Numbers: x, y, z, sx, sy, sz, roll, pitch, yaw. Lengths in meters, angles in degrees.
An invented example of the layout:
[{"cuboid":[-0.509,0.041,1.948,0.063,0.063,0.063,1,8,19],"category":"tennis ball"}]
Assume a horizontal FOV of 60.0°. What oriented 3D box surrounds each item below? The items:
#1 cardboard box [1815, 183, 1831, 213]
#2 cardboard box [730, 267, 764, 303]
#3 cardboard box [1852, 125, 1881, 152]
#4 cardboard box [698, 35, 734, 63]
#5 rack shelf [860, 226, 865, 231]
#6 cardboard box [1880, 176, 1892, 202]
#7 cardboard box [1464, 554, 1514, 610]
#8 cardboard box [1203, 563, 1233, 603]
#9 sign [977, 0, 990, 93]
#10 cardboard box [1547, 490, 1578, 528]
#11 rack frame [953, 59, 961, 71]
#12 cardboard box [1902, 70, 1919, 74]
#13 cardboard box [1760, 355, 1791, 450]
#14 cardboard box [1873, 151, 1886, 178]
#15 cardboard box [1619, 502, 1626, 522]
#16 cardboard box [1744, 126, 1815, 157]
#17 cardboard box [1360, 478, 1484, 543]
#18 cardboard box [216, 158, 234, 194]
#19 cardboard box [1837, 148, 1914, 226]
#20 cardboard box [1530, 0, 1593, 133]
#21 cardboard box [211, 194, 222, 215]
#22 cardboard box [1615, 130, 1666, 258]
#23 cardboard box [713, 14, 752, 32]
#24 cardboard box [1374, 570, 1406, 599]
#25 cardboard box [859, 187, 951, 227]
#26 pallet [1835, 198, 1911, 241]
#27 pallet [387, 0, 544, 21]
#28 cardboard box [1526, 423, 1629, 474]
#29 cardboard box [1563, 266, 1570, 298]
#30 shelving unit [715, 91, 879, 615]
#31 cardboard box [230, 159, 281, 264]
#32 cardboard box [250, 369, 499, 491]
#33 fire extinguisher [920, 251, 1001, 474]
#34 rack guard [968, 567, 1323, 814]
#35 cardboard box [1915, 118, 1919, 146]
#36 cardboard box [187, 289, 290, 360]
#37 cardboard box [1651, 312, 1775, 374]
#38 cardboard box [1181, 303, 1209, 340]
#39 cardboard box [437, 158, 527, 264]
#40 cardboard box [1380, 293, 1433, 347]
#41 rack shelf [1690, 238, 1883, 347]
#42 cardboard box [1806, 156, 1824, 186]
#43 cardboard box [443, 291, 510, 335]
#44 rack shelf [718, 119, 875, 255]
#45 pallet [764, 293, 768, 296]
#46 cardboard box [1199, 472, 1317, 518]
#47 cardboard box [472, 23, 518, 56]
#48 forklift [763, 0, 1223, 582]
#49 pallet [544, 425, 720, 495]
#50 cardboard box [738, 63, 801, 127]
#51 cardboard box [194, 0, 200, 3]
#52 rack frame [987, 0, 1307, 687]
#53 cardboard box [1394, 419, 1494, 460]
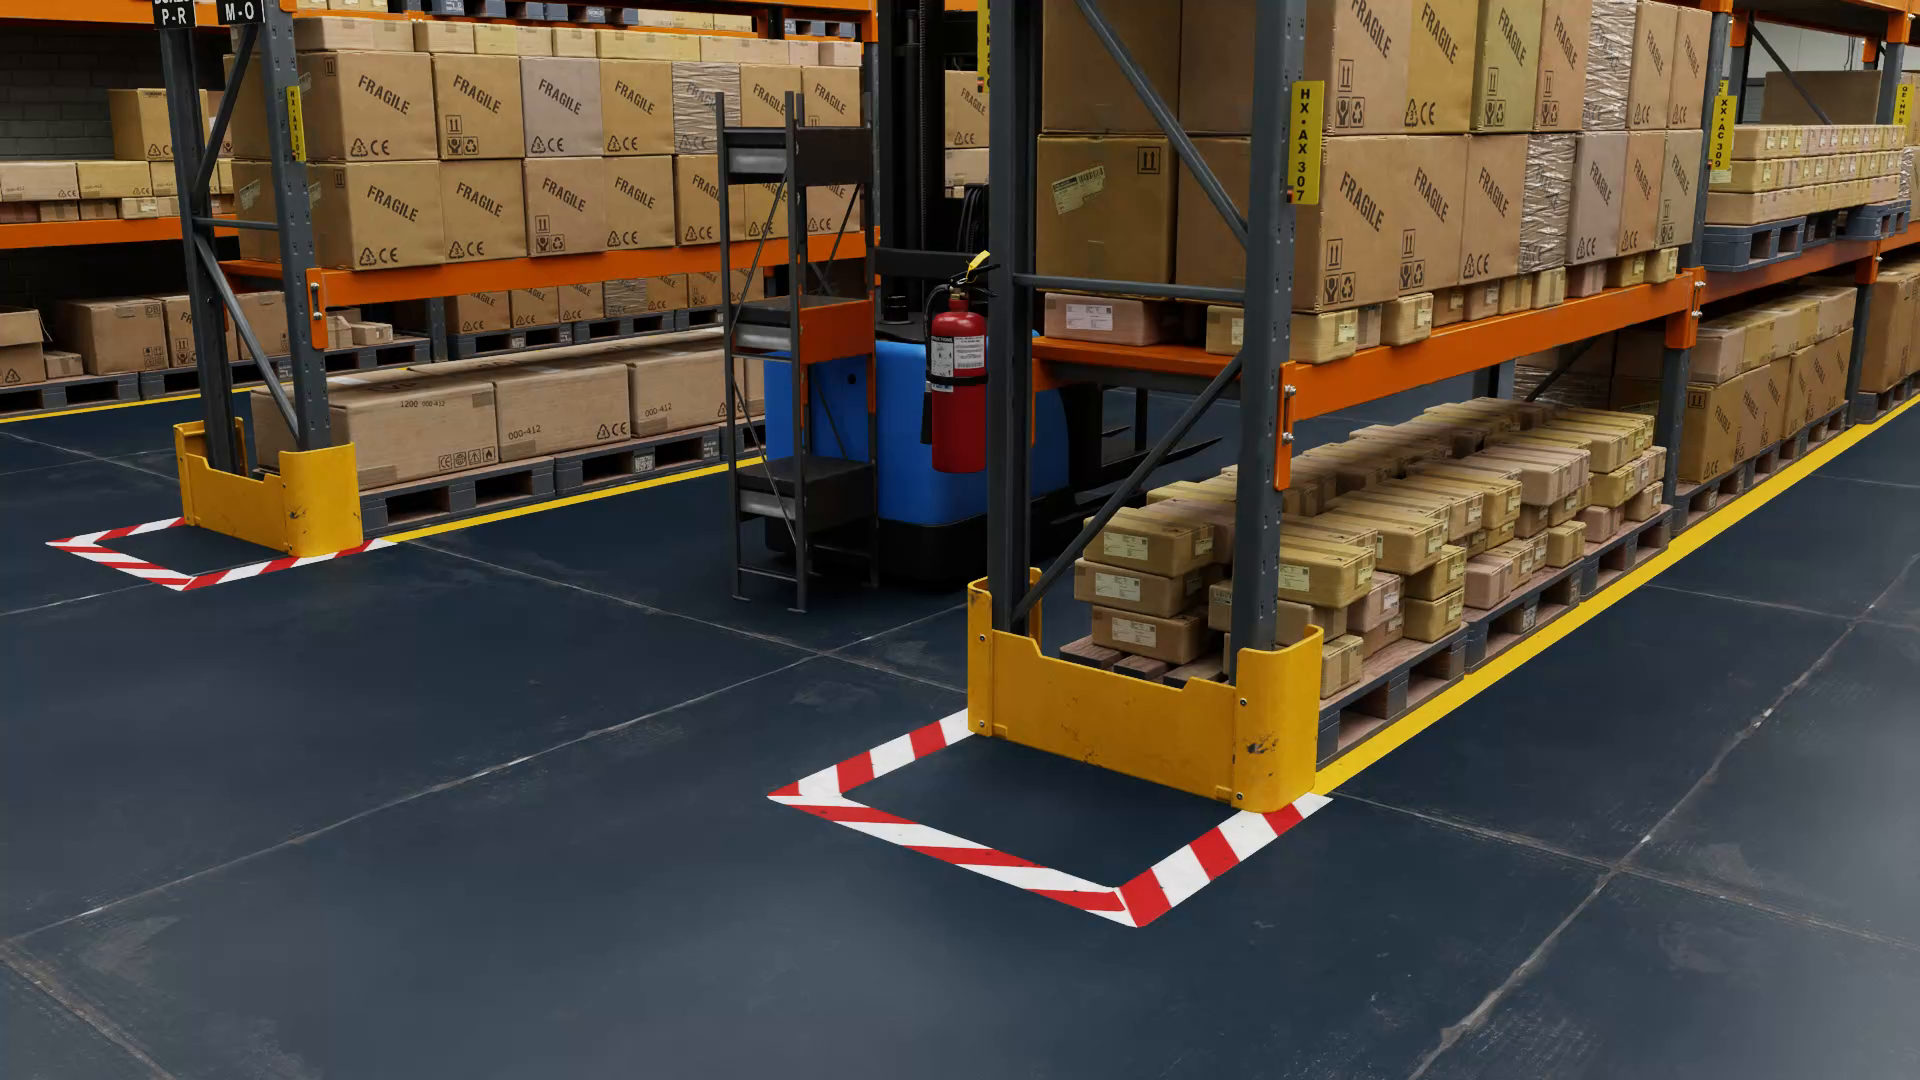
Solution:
[{"cuboid":[4.450,-1.848,8.961,0.380,0.149,0.250,11,18,37],"category":"cardboard box"},{"cuboid":[-2.333,-2.669,16.759,0.500,0.500,0.500,12,19,39],"category":"cardboard box"},{"cuboid":[5.101,-2.332,9.661,0.380,0.149,0.250,12,19,39],"category":"cardboard box"},{"cuboid":[-1.521,-2.812,9.548,0.380,0.149,0.250,11,18,37],"category":"cardboard box"},{"cuboid":[0.371,-2.292,12.513,1.077,0.370,4.000,11,18,38],"category":"rack shelf"},{"cuboid":[5.432,-2.146,10.134,0.380,0.149,0.250,11,18,37],"category":"cardboard box"},{"cuboid":[1.900,0.141,6.411,0.380,0.149,0.250,10,17,35],"category":"cardboard box"},{"cuboid":[0.830,0.102,5.961,0.380,0.149,0.250,11,18,36],"category":"cardboard box"},{"cuboid":[0.095,-1.549,5.134,0.100,0.325,0.005,11,18,38],"category":"sign"},{"cuboid":[2.383,-0.175,7.051,0.380,0.149,0.250,12,18,39],"category":"cardboard box"},{"cuboid":[0.279,-4.557,19.968,1.000,3.000,0.127,11,18,38],"category":"rack frame"},{"cuboid":[8.315,-3.704,14.114,0.875,0.550,0.550,11,18,38],"category":"cardboard box"},{"cuboid":[4.349,-0.807,9.432,0.500,0.500,0.500,12,18,38],"category":"cardboard box"},{"cuboid":[5.256,-2.235,9.883,0.380,0.149,0.250,12,18,39],"category":"cardboard box"},{"cuboid":[2.818,-0.168,7.629,0.380,0.149,0.250,12,18,39],"category":"cardboard box"},{"cuboid":[4.126,-2.036,8.492,0.380,0.149,0.250,11,18,37],"category":"cardboard box"},{"cuboid":[1.718,-0.114,6.210,0.380,0.149,0.250,12,19,40],"category":"cardboard box"},{"cuboid":[-5.506,-2.769,12.632,0.500,0.250,0.500,11,18,37],"category":"cardboard box"},{"cuboid":[6.034,-2.369,11.155,0.500,0.500,0.500,12,18,38],"category":"cardboard box"},{"cuboid":[1.977,-1.759,6.116,0.500,0.500,0.500,11,18,36],"category":"cardboard box"},{"cuboid":[-5.736,-2.510,12.422,0.380,0.149,0.250,11,18,37],"category":"cardboard box"},{"cuboid":[2.617,-1.468,7.001,0.500,0.500,0.500,11,18,36],"category":"cardboard box"},{"cuboid":[-2.368,-5.036,16.067,0.500,0.250,0.500,11,18,36],"category":"cardboard box"},{"cuboid":[1.344,0.124,5.874,0.380,0.149,0.250,12,18,38],"category":"cardboard box"},{"cuboid":[-0.404,-2.228,11.106,0.500,0.250,0.500,11,18,36],"category":"cardboard box"},{"cuboid":[5.177,-2.031,10.414,1.213,0.211,1.003,11,18,38],"category":"pallet"},{"cuboid":[-4.284,-4.501,14.040,1.213,0.211,1.003,11,18,38],"category":"pallet"},{"cuboid":[2.726,-0.409,7.368,0.380,0.149,0.250,11,18,37],"category":"cardboard box"},{"cuboid":[2.209,-1.047,6.663,0.380,0.149,0.250,11,18,37],"category":"cardboard box"},{"cuboid":[-0.665,-0.786,6.953,0.431,2.100,0.503,10,17,34],"category":"shelving unit"},{"cuboid":[-3.302,-1.673,8.414,0.500,0.500,0.500,11,18,38],"category":"cardboard box"},{"cuboid":[-3.063,-0.595,8.723,0.875,0.438,0.875,11,18,36],"category":"cardboard box"},{"cuboid":[-0.003,-0.550,5.109,0.296,0.674,0.183,11,18,38],"category":"fire extinguisher"},{"cuboid":[0.562,0.452,5.327,1.175,0.500,0.348,11,18,38],"category":"rack guard"},{"cuboid":[6.791,-3.188,12.345,0.700,0.500,0.500,11,18,37],"category":"cardboard box"},{"cuboid":[-5.585,-1.710,12.985,0.700,0.500,0.500,10,18,35],"category":"cardboard box"},{"cuboid":[4.031,-1.069,8.940,0.500,0.250,0.500,12,18,39],"category":"cardboard box"},{"cuboid":[0.685,-0.771,5.575,0.380,0.149,0.250,11,18,37],"category":"cardboard box"},{"cuboid":[-2.578,-1.688,8.474,0.500,0.500,0.500,11,18,37],"category":"cardboard box"},{"cuboid":[1.311,-0.733,5.425,0.380,0.149,0.250,11,18,36],"category":"cardboard box"},{"cuboid":[4.285,-1.545,9.574,1.077,0.370,4.000,11,18,38],"category":"rack shelf"},{"cuboid":[4.287,-1.942,8.729,0.380,0.149,0.250,12,19,40],"category":"cardboard box"},{"cuboid":[-4.270,-2.075,14.421,0.500,0.500,0.500,12,19,40],"category":"cardboard box"},{"cuboid":[-0.665,-1.451,6.784,0.431,0.518,0.480,10,17,34],"category":"rack shelf"},{"cuboid":[-1.687,-2.591,17.893,1.003,0.211,1.213,11,18,38],"category":"pallet"},{"cuboid":[1.128,-0.144,6.325,0.380,0.149,0.250,10,18,35],"category":"cardboard box"},{"cuboid":[-2.448,-2.510,8.361,0.380,0.149,0.250,11,18,36],"category":"cardboard box"},{"cuboid":[0.362,-1.545,8.253,1.130,2.935,3.031,10,17,34],"category":"forklift"},{"cuboid":[-2.191,-0.538,9.811,1.003,0.211,1.213,11,18,38],"category":"pallet"},{"cuboid":[-1.293,-2.561,9.880,0.500,0.500,0.500,11,18,37],"category":"cardboard box"},{"cuboid":[-5.690,-3.943,11.970,0.380,0.149,0.250,12,18,39],"category":"cardboard box"},{"cuboid":[0.514,-0.745,4.962,1.000,3.000,0.127,11,18,38],"category":"rack frame"},{"cuboid":[2.164,-0.434,7.467,0.380,0.149,0.250,11,18,36],"category":"cardboard box"}]
